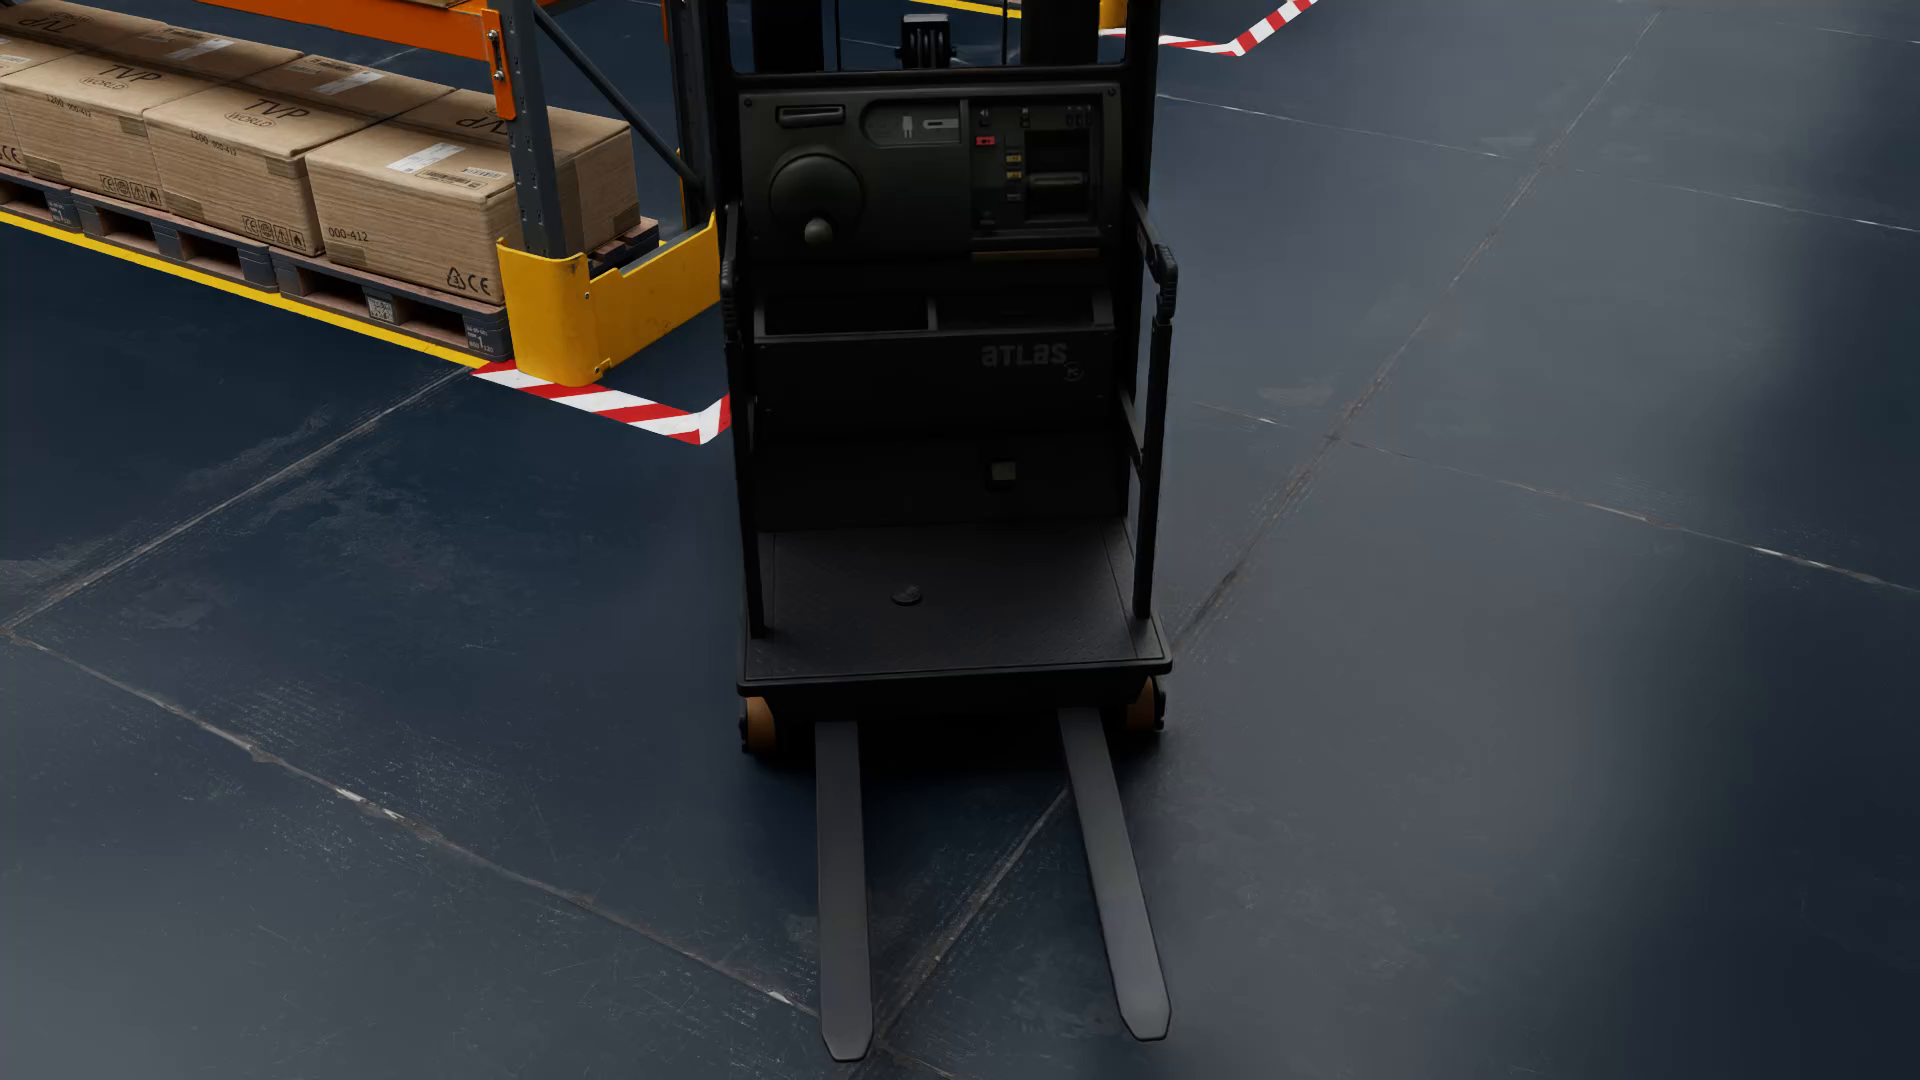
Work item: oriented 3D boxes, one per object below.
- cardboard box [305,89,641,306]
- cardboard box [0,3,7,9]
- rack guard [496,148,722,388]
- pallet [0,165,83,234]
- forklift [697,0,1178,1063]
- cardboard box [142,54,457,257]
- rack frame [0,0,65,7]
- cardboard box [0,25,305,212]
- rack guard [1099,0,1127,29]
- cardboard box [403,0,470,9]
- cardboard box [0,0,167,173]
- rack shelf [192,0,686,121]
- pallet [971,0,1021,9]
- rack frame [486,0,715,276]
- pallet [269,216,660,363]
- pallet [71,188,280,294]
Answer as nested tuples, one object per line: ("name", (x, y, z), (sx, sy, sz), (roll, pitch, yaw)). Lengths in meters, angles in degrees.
("cardboard box", (-1.887, -1.370, 6.534), (0.875, 0.438, 0.875), (16, 37, 23))
("cardboard box", (-5.316, -2.651, 8.062), (0.875, 0.875, 0.875), (19, 38, 26))
("rack guard", (-1.244, -1.081, 6.422), (0.348, 0.500, 1.175), (18, 37, 24))
("pallet", (-4.116, -1.821, 7.794), (1.213, 0.211, 1.003), (18, 37, 24))
("forklift", (-0.047, -0.853, 3.886), (1.130, 2.935, 3.031), (-3, 34, -4))
("cardboard box", (-2.686, -1.617, 6.905), (0.875, 0.438, 0.875), (19, 38, 26))
("rack frame", (-4.738, -3.228, 7.391), (0.127, 3.000, 1.000), (18, 37, 24))
("cardboard box", (-3.468, -1.866, 7.279), (0.875, 0.438, 0.875), (16, 37, 23))
("rack guard", (1.038, -3.518, 10.083), (0.348, 0.500, 1.175), (18, 37, 24))
("cardboard box", (-1.815, -2.175, 5.720), (0.500, 0.500, 0.500), (18, 38, 25))
("cardboard box", (-4.246, -2.112, 7.648), (0.875, 0.438, 0.875), (17, 37, 24))
("rack shelf", (-3.001, -2.379, 6.765), (4.000, 0.370, 1.077), (18, 37, 24))
("pallet", (0.350, -3.639, 10.524), (1.213, 0.211, 1.003), (18, 37, 24))
("rack frame", (-1.265, -2.128, 5.739), (0.127, 3.000, 1.000), (18, 37, 24))
("pallet", (-1.998, -1.150, 6.786), (1.213, 0.211, 1.003), (18, 37, 24))
("pallet", (-3.053, -1.486, 7.291), (1.213, 0.211, 1.003), (18, 37, 24))
